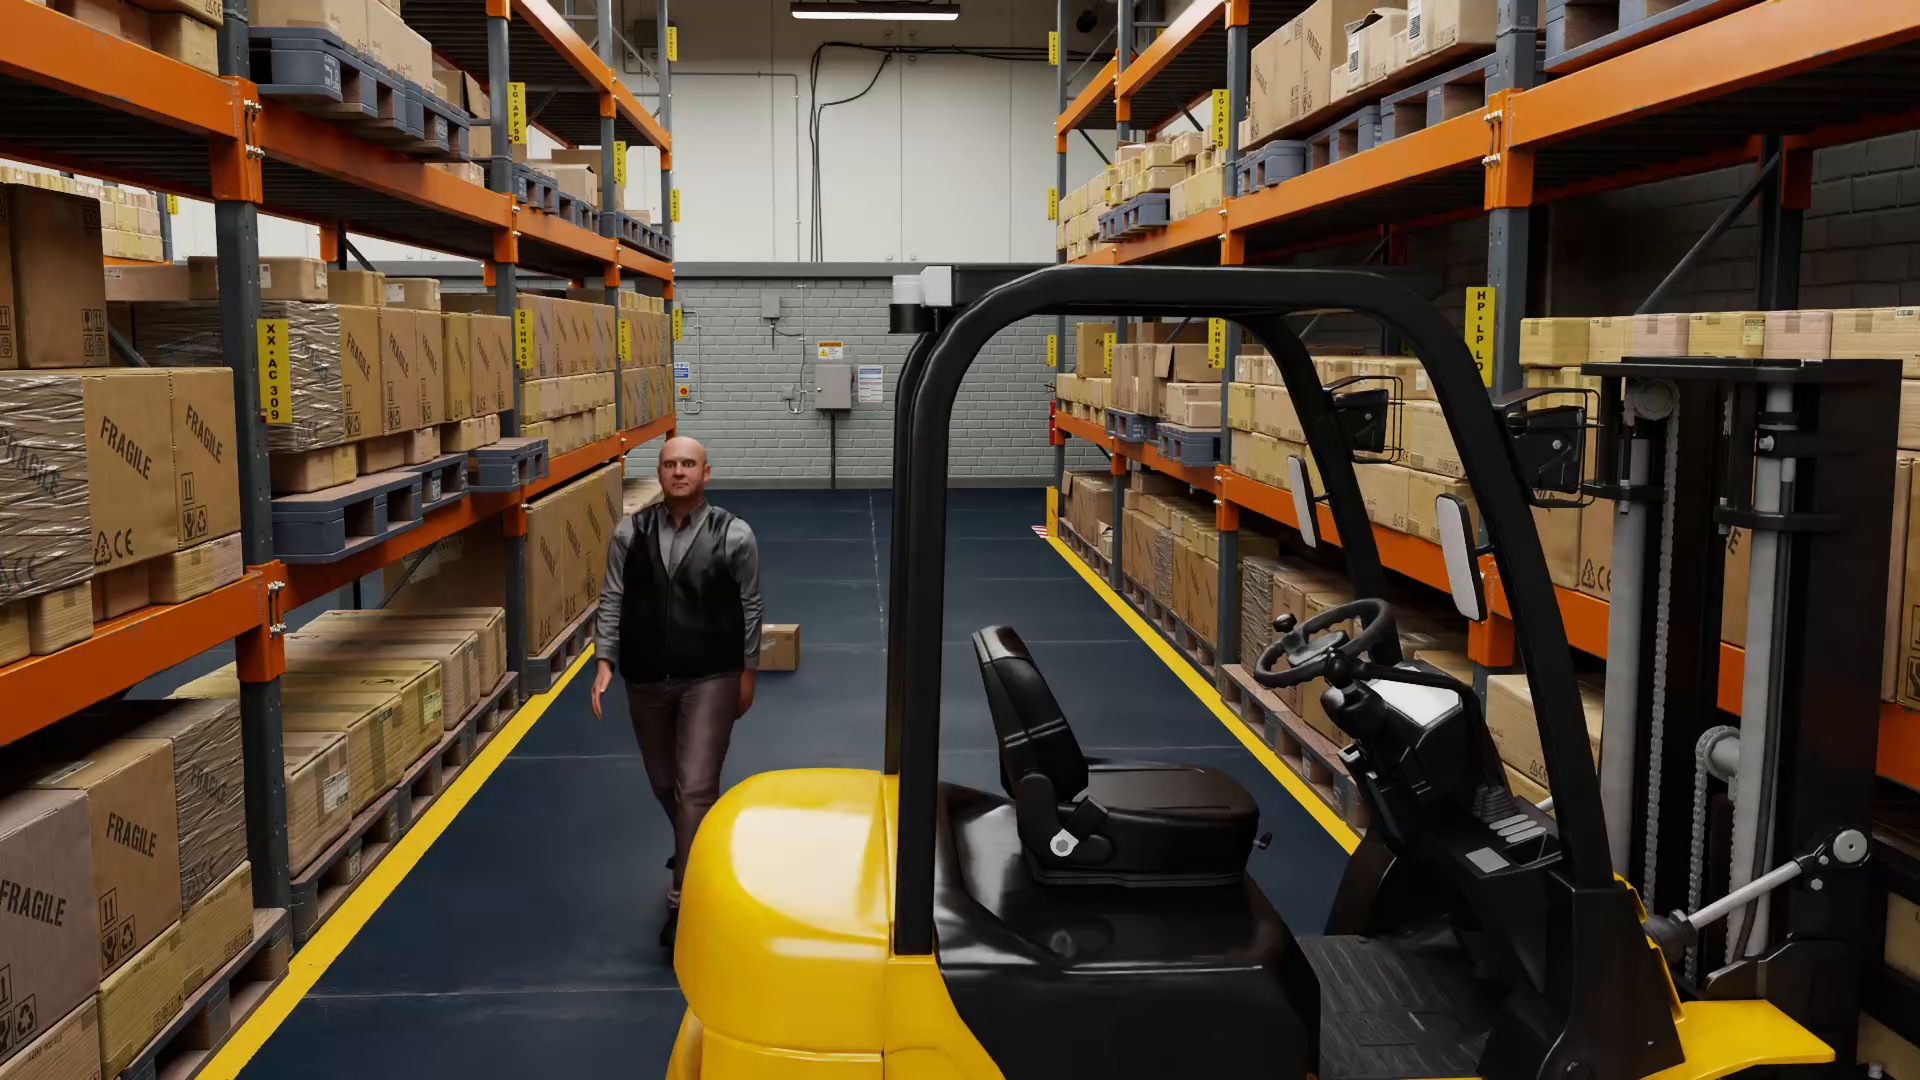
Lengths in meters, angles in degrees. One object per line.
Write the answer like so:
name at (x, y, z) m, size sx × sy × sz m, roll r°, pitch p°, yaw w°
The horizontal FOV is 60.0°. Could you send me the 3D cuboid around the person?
person at (-0.988, 0.485, 5.797) m, size 0.547 × 1.685 × 0.993 m, roll 1°, pitch 7°, yaw 6°
